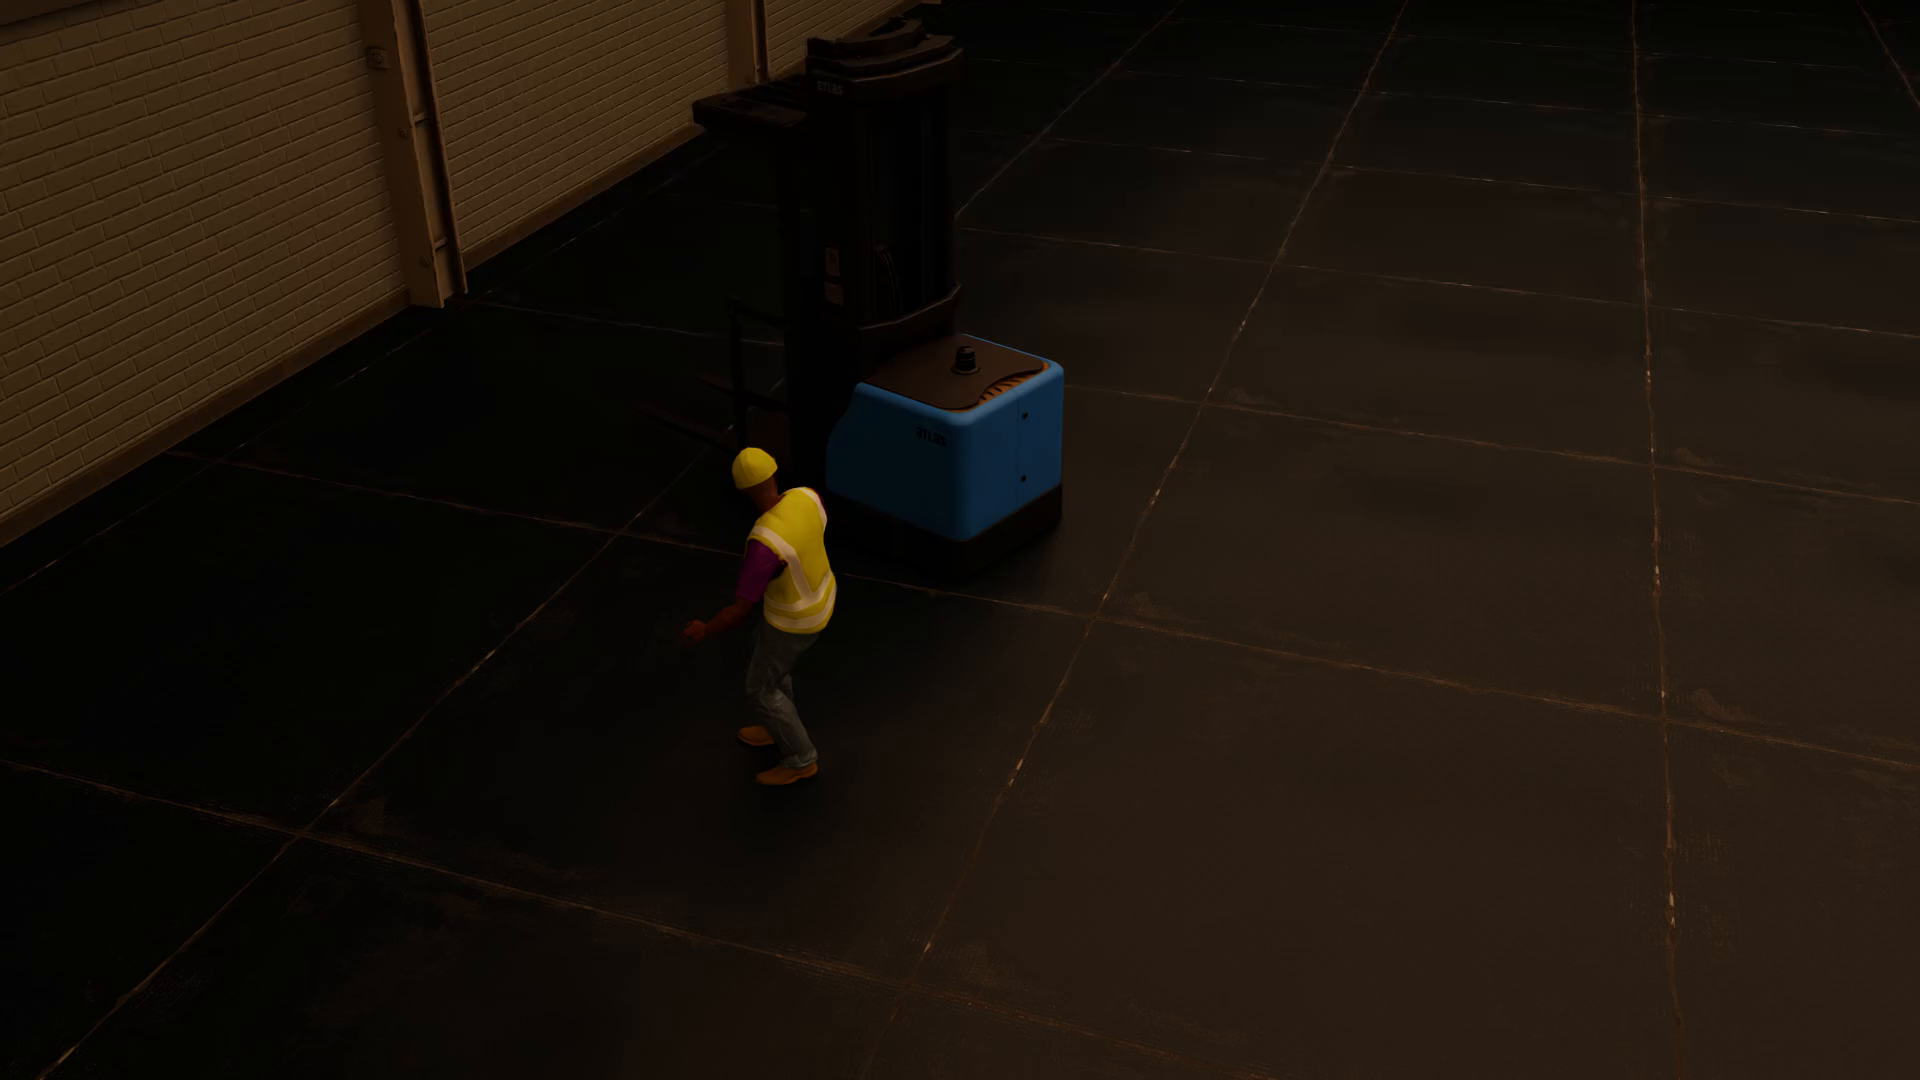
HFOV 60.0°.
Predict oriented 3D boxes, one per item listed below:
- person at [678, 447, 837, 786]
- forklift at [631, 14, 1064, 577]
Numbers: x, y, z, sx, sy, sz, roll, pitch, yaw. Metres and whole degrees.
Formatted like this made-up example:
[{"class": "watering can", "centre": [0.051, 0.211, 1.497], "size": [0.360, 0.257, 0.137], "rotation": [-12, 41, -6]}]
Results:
[{"class": "person", "centre": [-0.925, 0.340, 7.828], "size": [0.645, 1.716, 0.821], "rotation": [5, 30, 9]}, {"class": "forklift", "centre": [-0.838, -1.646, 10.024], "size": [3.031, 2.935, 1.130], "rotation": [22, 36, 33]}]
